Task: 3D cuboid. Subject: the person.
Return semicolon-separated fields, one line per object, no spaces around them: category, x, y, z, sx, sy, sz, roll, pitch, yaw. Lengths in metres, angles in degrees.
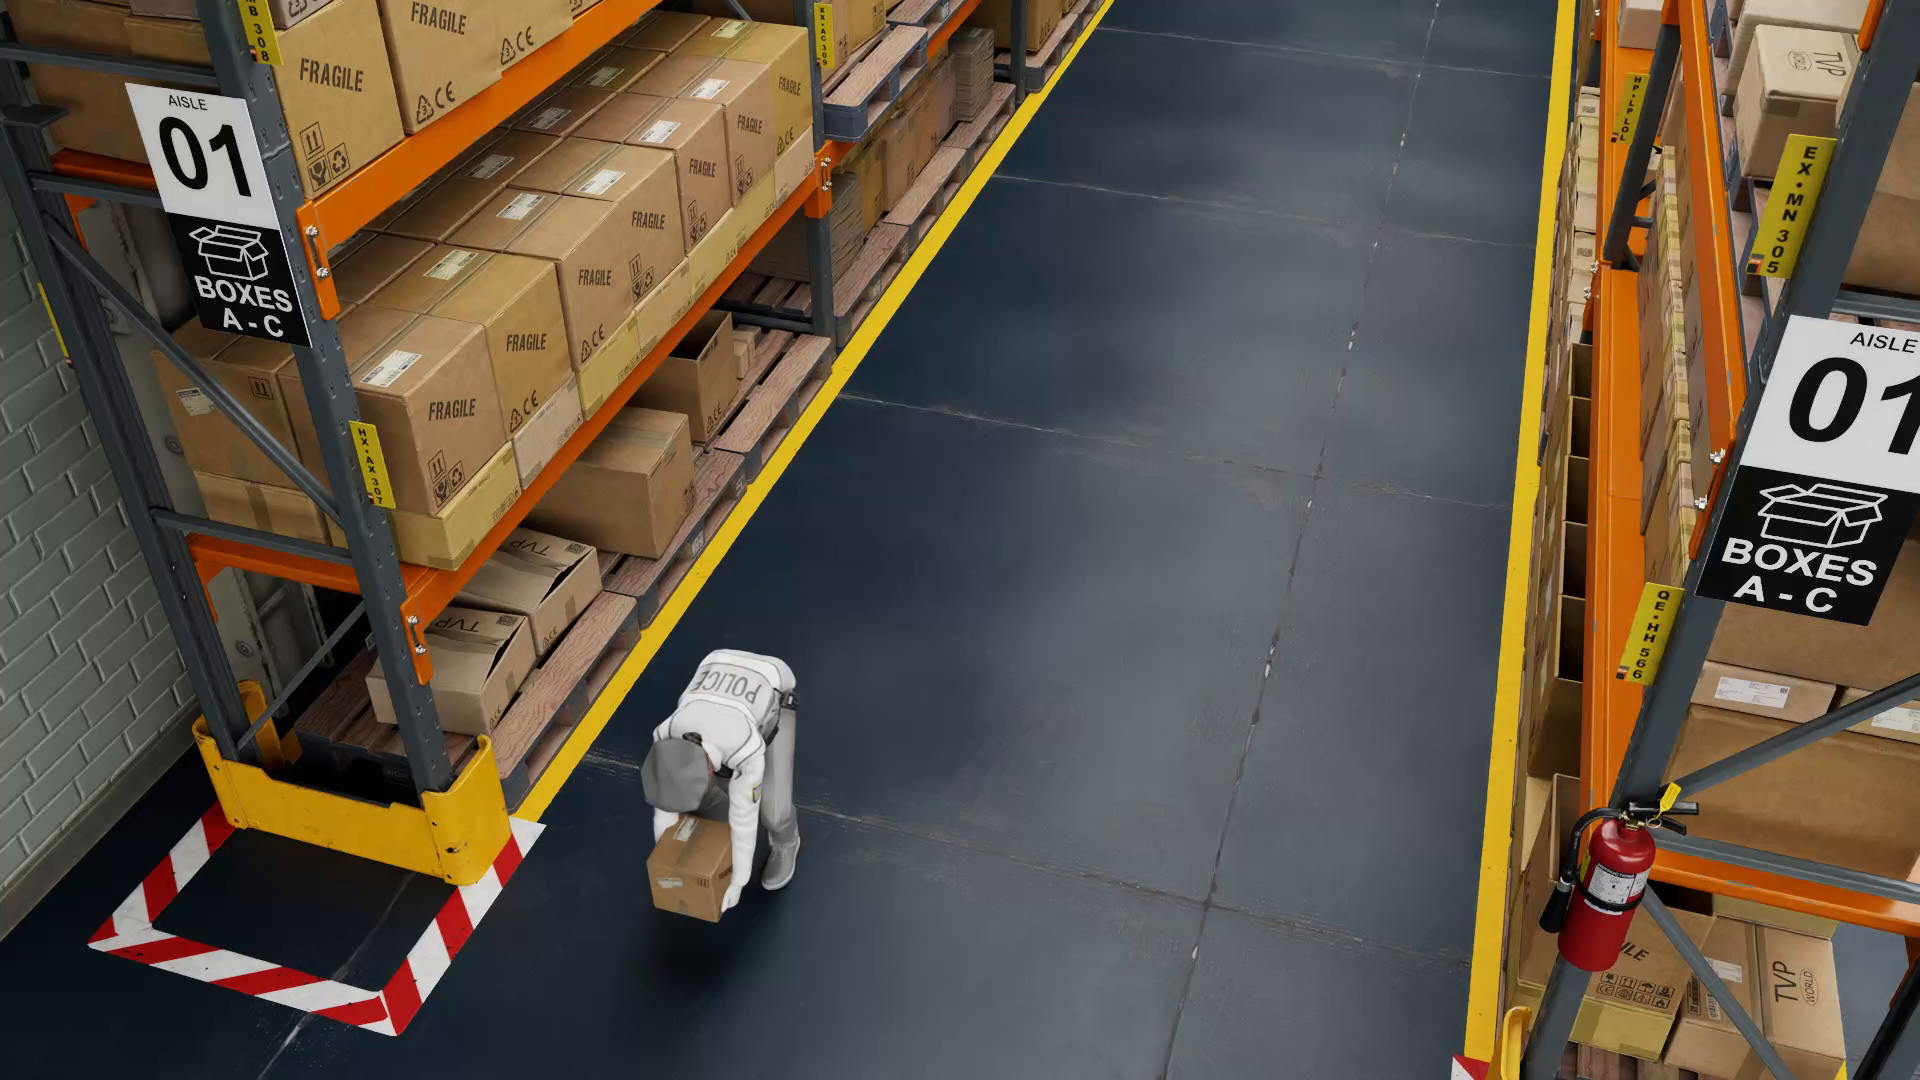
person;-0.858;0.656;5.901;0.384;0.387;0.910;9;38;12
